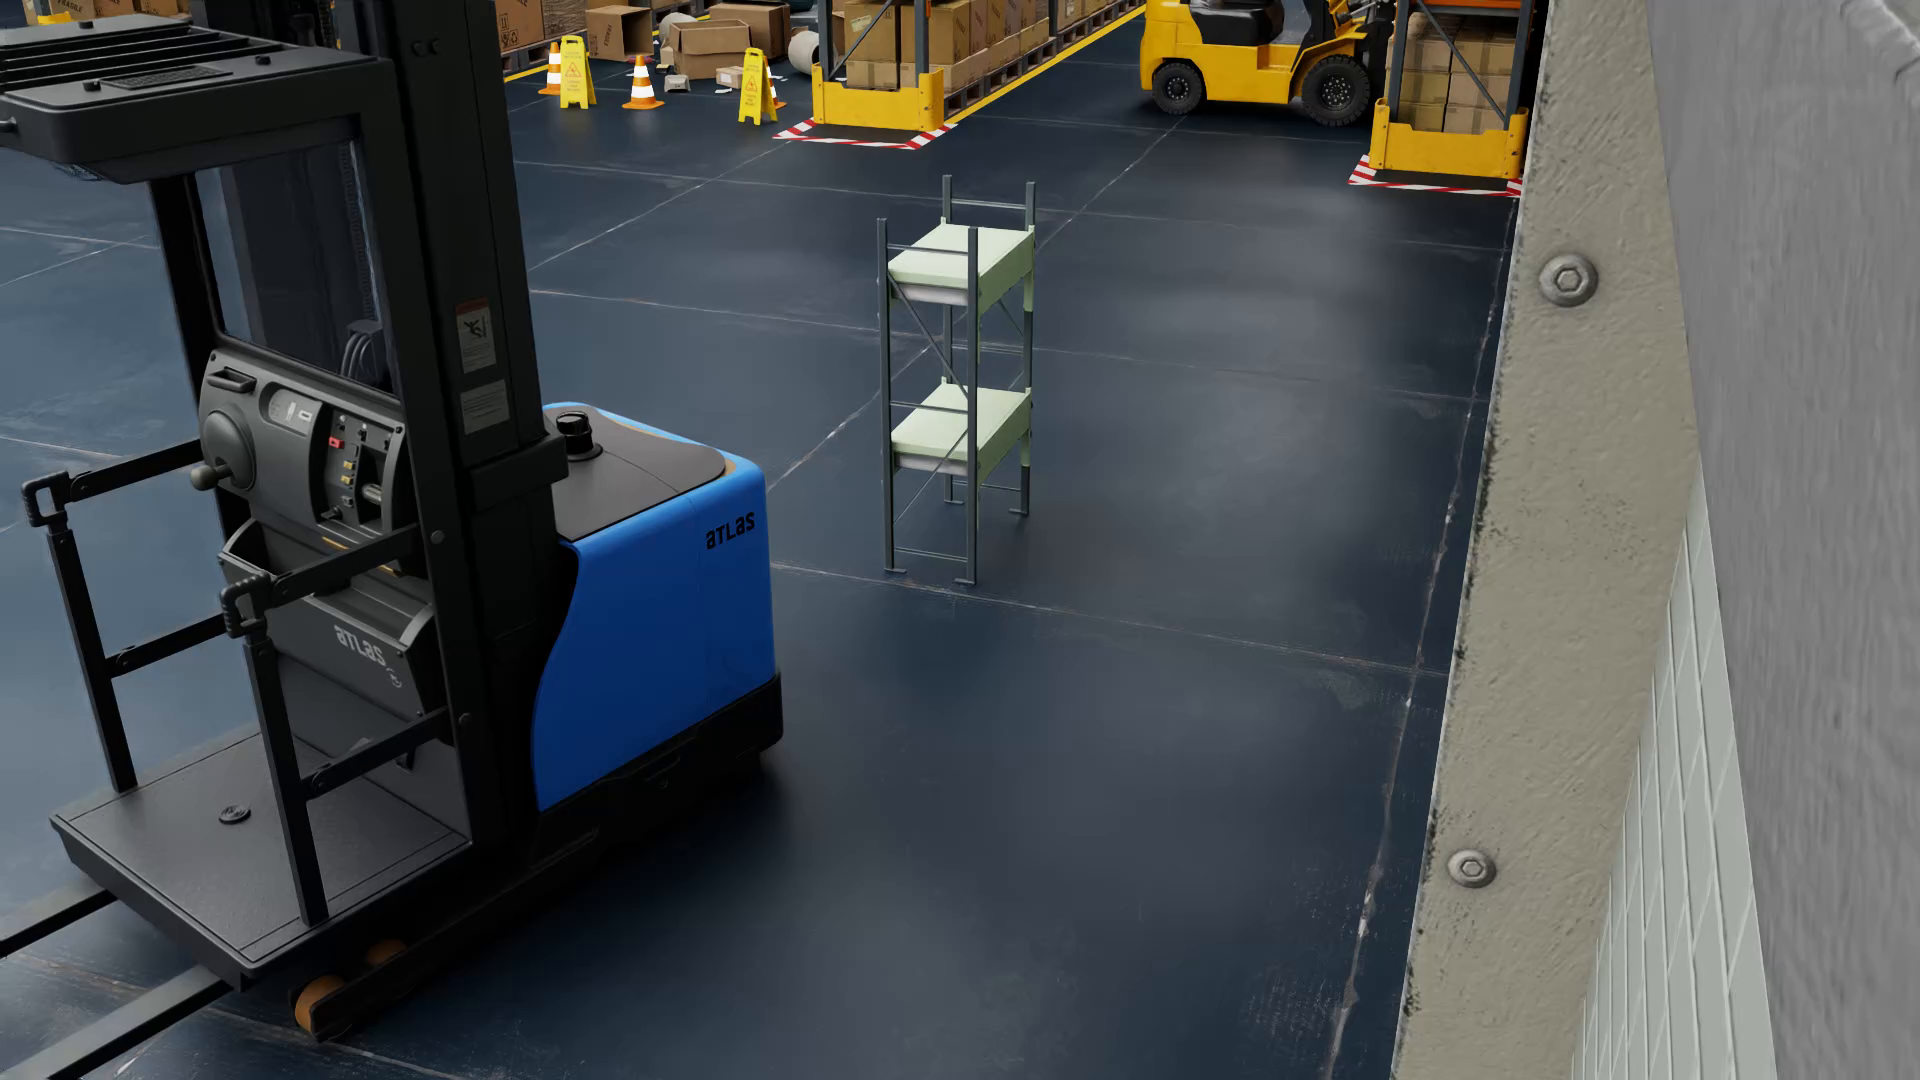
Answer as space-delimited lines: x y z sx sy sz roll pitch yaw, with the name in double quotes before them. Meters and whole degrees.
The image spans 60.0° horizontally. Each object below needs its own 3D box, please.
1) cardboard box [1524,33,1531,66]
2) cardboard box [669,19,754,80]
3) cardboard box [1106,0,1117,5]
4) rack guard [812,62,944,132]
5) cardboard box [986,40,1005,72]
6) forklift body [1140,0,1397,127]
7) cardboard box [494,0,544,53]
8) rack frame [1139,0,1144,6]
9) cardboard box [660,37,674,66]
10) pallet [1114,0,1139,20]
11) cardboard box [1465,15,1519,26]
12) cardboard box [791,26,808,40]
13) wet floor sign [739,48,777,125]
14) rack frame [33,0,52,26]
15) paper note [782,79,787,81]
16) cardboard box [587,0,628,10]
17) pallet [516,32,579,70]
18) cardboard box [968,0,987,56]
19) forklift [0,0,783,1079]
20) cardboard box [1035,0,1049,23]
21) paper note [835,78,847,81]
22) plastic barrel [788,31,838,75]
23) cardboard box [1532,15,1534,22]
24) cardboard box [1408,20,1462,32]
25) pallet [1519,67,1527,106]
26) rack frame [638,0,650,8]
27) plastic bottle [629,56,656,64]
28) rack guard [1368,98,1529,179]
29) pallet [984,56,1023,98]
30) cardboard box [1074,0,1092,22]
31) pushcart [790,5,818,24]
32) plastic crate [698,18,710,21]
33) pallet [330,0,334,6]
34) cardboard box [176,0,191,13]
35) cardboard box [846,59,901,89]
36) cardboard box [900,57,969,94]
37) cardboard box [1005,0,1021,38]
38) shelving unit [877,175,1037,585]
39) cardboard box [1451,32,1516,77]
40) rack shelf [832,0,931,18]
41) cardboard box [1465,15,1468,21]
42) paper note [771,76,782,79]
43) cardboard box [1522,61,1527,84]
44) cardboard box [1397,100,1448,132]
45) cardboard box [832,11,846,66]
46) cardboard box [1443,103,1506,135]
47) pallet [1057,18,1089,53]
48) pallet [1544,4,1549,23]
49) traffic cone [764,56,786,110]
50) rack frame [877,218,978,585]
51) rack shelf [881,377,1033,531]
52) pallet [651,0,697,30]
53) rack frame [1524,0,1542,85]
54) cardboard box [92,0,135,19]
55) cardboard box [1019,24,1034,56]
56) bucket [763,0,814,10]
"cardboard box" 4.957 -4.530 15.263 0.500 0.250 0.500 9 27 17
"cardboard box" -2.565 -5.044 17.091 0.797 0.503 0.637 -9 27 -18
"cardboard box" 1.465 -6.838 20.464 0.950 0.372 0.625 8 27 16
"rack guard" -0.737 -3.985 14.907 1.175 0.500 0.348 9 27 17
"cardboard box" 0.114 -4.757 16.306 0.500 0.250 0.500 11 28 21
"forklift body" 2.831 -5.023 15.155 2.313 2.155 1.214 9 27 17
"cardboard box" -5.009 -5.638 17.409 0.875 0.875 0.875 8 27 17
"rack frame" 1.900 -8.367 21.088 1.000 3.000 0.127 9 27 17
"cardboard box" -2.968 -5.195 17.675 0.396 0.266 0.258 14 29 26
"pallet" 1.639 -6.791 21.033 1.003 0.211 1.213 9 27 17
"cardboard box" 4.598 -4.342 14.302 0.500 0.250 0.500 9 27 17
"cardboard box" -1.726 -5.469 18.240 0.258 0.266 0.396 -9 27 -18
"wet floor sign" -1.834 -4.097 14.970 0.267 0.644 0.232 20 32 35
"rack frame" -10.107 -6.516 17.266 1.000 3.000 0.127 9 27 17
"paper note" -1.781 -4.676 16.896 0.032 0.001 0.123 9 27 17
"cardboard box" -4.408 -6.384 18.949 0.875 0.875 0.875 9 27 18
"pallet" -4.864 -5.340 18.037 1.003 0.211 1.213 9 27 17
"cardboard box" -0.056 -4.885 15.710 0.500 0.500 0.500 8 27 16
"forklift" -1.914 -0.221 4.344 1.130 2.935 3.031 19 32 34
"cardboard box" 0.625 -5.730 17.455 0.500 0.500 0.500 8 27 17
"paper note" -1.196 -4.692 16.907 0.142 0.019 0.148 0 26 -1
"plastic barrel" -1.502 -4.988 17.066 0.421 0.421 0.512 -14 29 -27
"cardboard box" 5.282 -4.951 16.134 0.500 0.250 0.500 8 27 16
"cardboard box" 3.944 -4.207 14.024 0.500 0.250 0.500 9 27 18
"pallet" 4.947 -4.429 16.155 1.003 0.211 1.213 9 27 17
"rack frame" -4.132 -7.399 19.090 1.000 3.000 0.127 9 27 17
"plastic bottle" -3.390 -5.130 17.776 0.283 0.061 0.133 0 26 -1
"rack guard" 3.912 -3.226 13.339 1.175 0.500 0.348 9 27 17
"pallet" -0.025 -4.684 16.681 1.003 0.211 1.213 9 27 17
"cardboard box" 0.977 -6.241 19.231 0.950 0.372 0.625 11 28 21
"pushcart" -1.598 -5.853 18.905 1.648 0.377 0.936 0 26 -1
"plastic crate" -2.955 -5.898 19.150 0.662 0.188 0.450 -20 23 -36
"pallet" -8.518 -7.225 21.930 1.003 0.211 1.213 9 27 17
"cardboard box" -9.263 -6.562 19.748 0.500 0.500 0.500 6 27 13
"cardboard box" -0.739 -4.412 15.593 0.500 0.250 0.500 9 27 17
"cardboard box" -0.233 -4.322 15.408 0.500 0.250 0.500 9 27 17
"cardboard box" 0.289 -5.311 16.589 0.500 0.500 0.500 10 28 20
"shelving unit" -0.002 -0.672 6.917 0.431 1.500 0.755 9 27 17
"cardboard box" 4.258 -3.932 13.456 0.500 0.250 0.500 8 27 17
"rack shelf" -0.096 -5.577 16.152 1.077 0.370 4.000 9 27 17
"cardboard box" 4.278 -4.623 14.883 0.500 0.250 0.500 8 27 16
"paper note" -1.900 -4.742 17.022 0.148 0.019 0.142 20 32 35
"cardboard box" 5.119 -4.518 15.813 0.500 0.250 0.500 9 27 17
"cardboard box" 3.778 -3.551 13.816 0.500 0.250 0.500 9 27 18
"cardboard box" -1.071 -5.356 17.735 0.500 0.500 0.500 -14 29 -27
"cardboard box" 4.268 -3.486 13.681 0.500 0.250 0.500 9 27 18
"pallet" 0.827 -5.788 18.962 1.003 0.211 1.213 9 27 17
"pallet" 6.866 -6.695 20.835 1.003 0.211 1.213 9 27 17
"traffic cone" -1.835 -4.301 15.602 0.336 0.463 0.334 9 27 17
"rack frame" -0.124 -0.522 6.607 0.400 1.500 0.023 9 27 17
"rack shelf" -0.002 -0.379 7.060 0.431 0.370 0.720 9 27 17
"pallet" -3.947 -6.472 20.375 1.003 0.211 1.213 9 27 17
"rack frame" 5.251 -6.005 16.210 1.000 3.000 0.127 9 27 17
"cardboard box" -9.717 -6.085 18.762 0.500 0.500 0.500 17 30 31
"cardboard box" 0.458 -5.172 17.164 0.500 0.250 0.500 8 27 16
"bucket" -2.004 -6.220 18.666 0.726 0.611 0.620 20 22 35
